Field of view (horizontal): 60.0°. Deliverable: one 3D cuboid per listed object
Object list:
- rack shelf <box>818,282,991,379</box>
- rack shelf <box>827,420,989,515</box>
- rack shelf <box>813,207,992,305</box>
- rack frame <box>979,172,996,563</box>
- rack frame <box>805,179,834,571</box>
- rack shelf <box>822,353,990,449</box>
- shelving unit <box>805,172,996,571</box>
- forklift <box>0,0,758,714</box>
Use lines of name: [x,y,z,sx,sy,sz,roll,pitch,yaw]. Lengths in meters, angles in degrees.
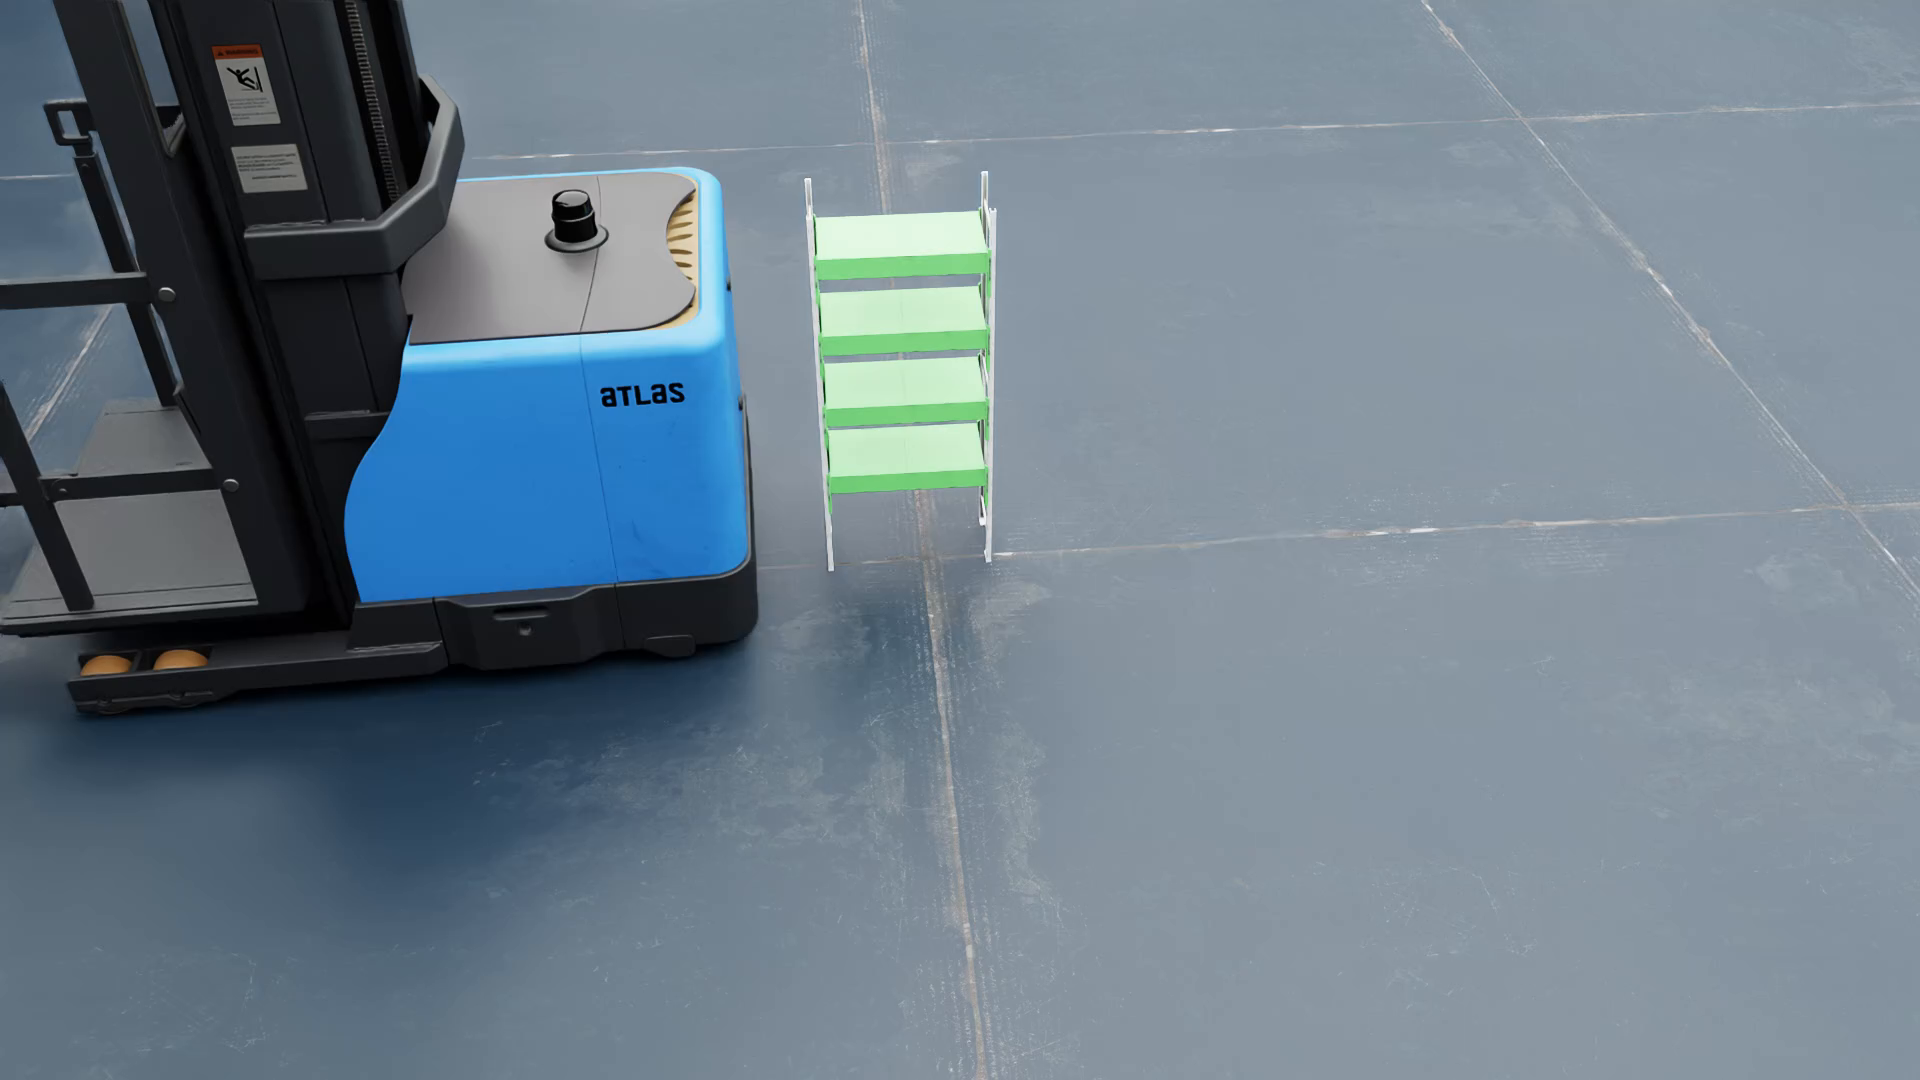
rack shelf: [-0.165,-0.600,4.758,0.480,0.148,0.258,-3,38,-4]
rack shelf: [-0.165,-0.223,5.055,0.480,0.148,0.258,-3,38,-4]
rack shelf: [-0.165,-0.789,4.609,0.480,0.148,0.258,-3,38,-4]
rack frame: [0.078,-0.475,4.884,0.015,1.200,0.240,-3,38,-4]
rack frame: [-0.408,-0.449,4.850,0.015,1.200,0.240,-3,38,-4]
rack shelf: [-0.165,-0.412,4.906,0.480,0.148,0.258,-3,38,-4]
shelving unit: [-0.165,-0.462,4.867,0.503,1.200,0.258,-3,38,-4]
forklift: [-2.144,-1.014,4.169,3.031,2.935,1.130,-4,38,-6]
